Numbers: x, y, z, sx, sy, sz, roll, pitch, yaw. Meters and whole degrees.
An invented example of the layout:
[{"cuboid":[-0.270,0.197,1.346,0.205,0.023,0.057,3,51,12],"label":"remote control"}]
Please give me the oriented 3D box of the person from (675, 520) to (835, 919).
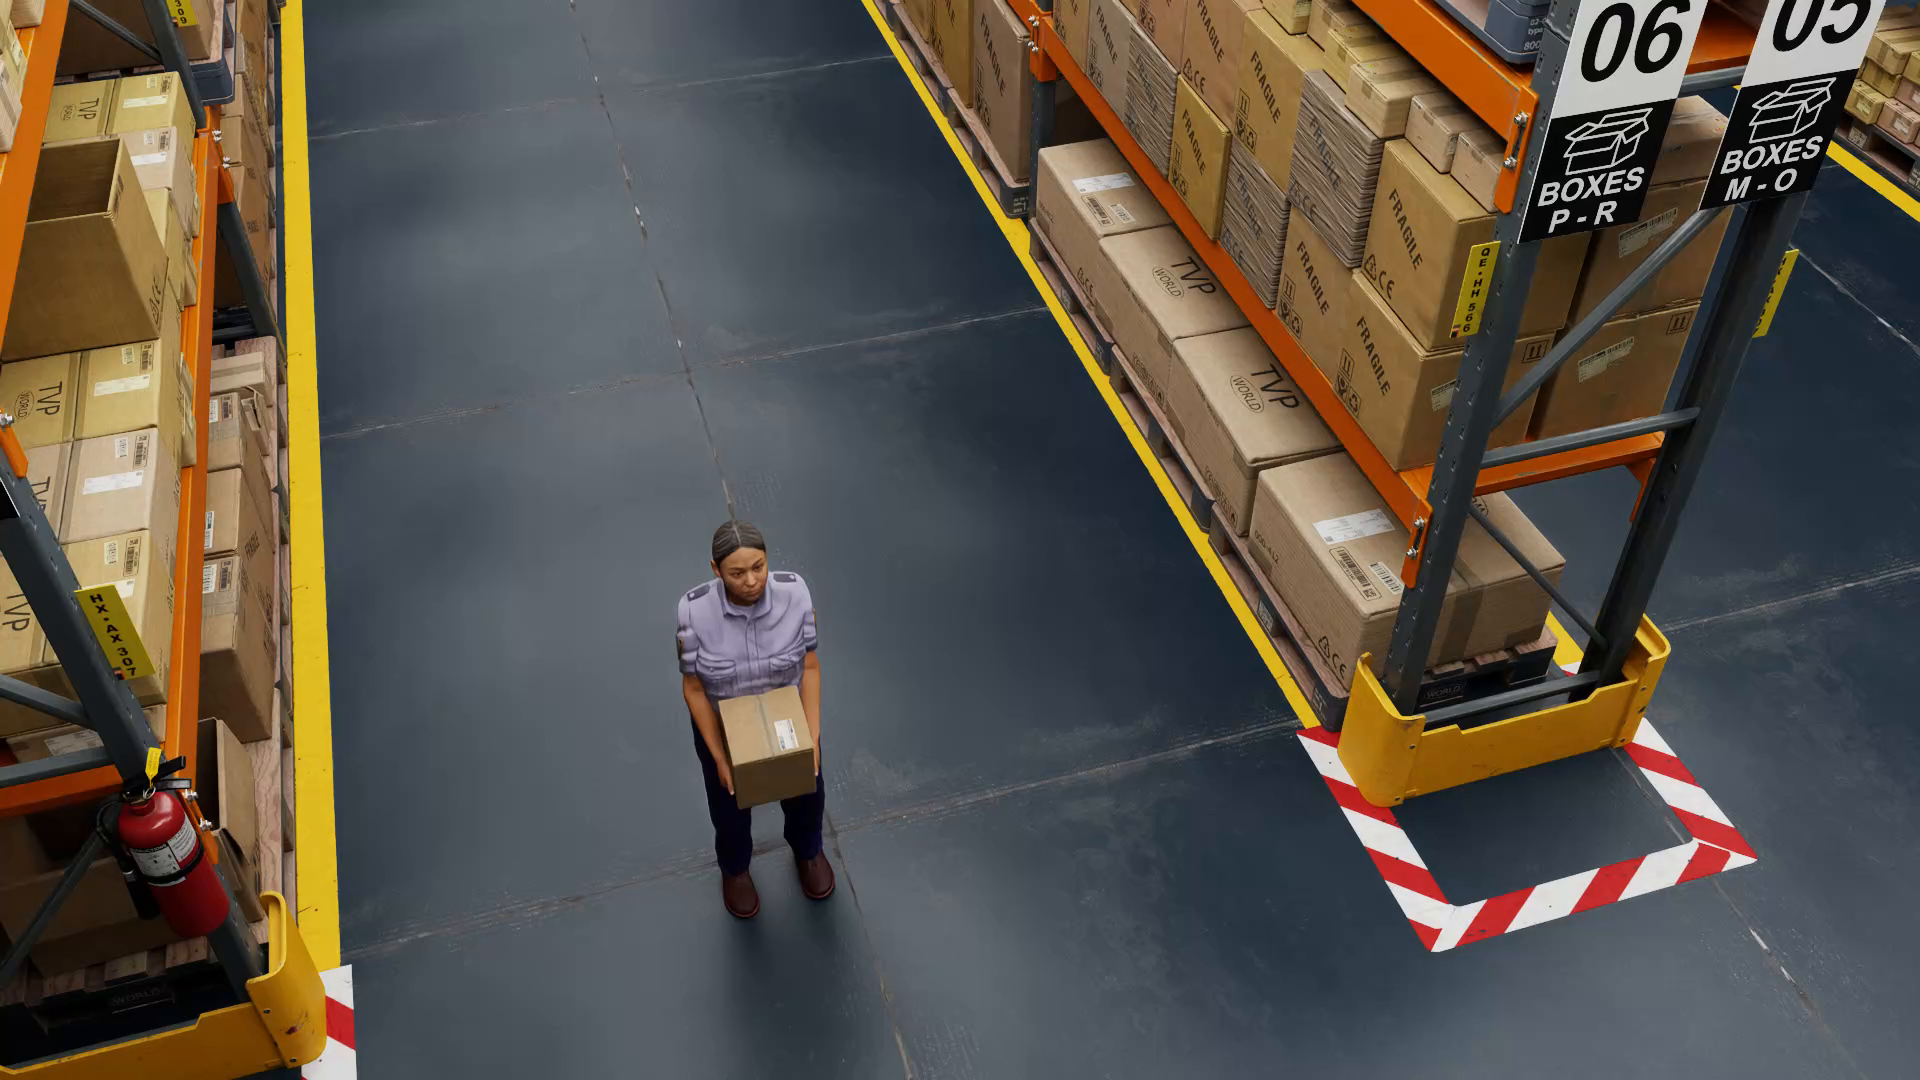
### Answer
[{"cuboid":[-0.649,0.659,5.461,0.453,1.636,0.524,-11,44,-12],"label":"person"}]
